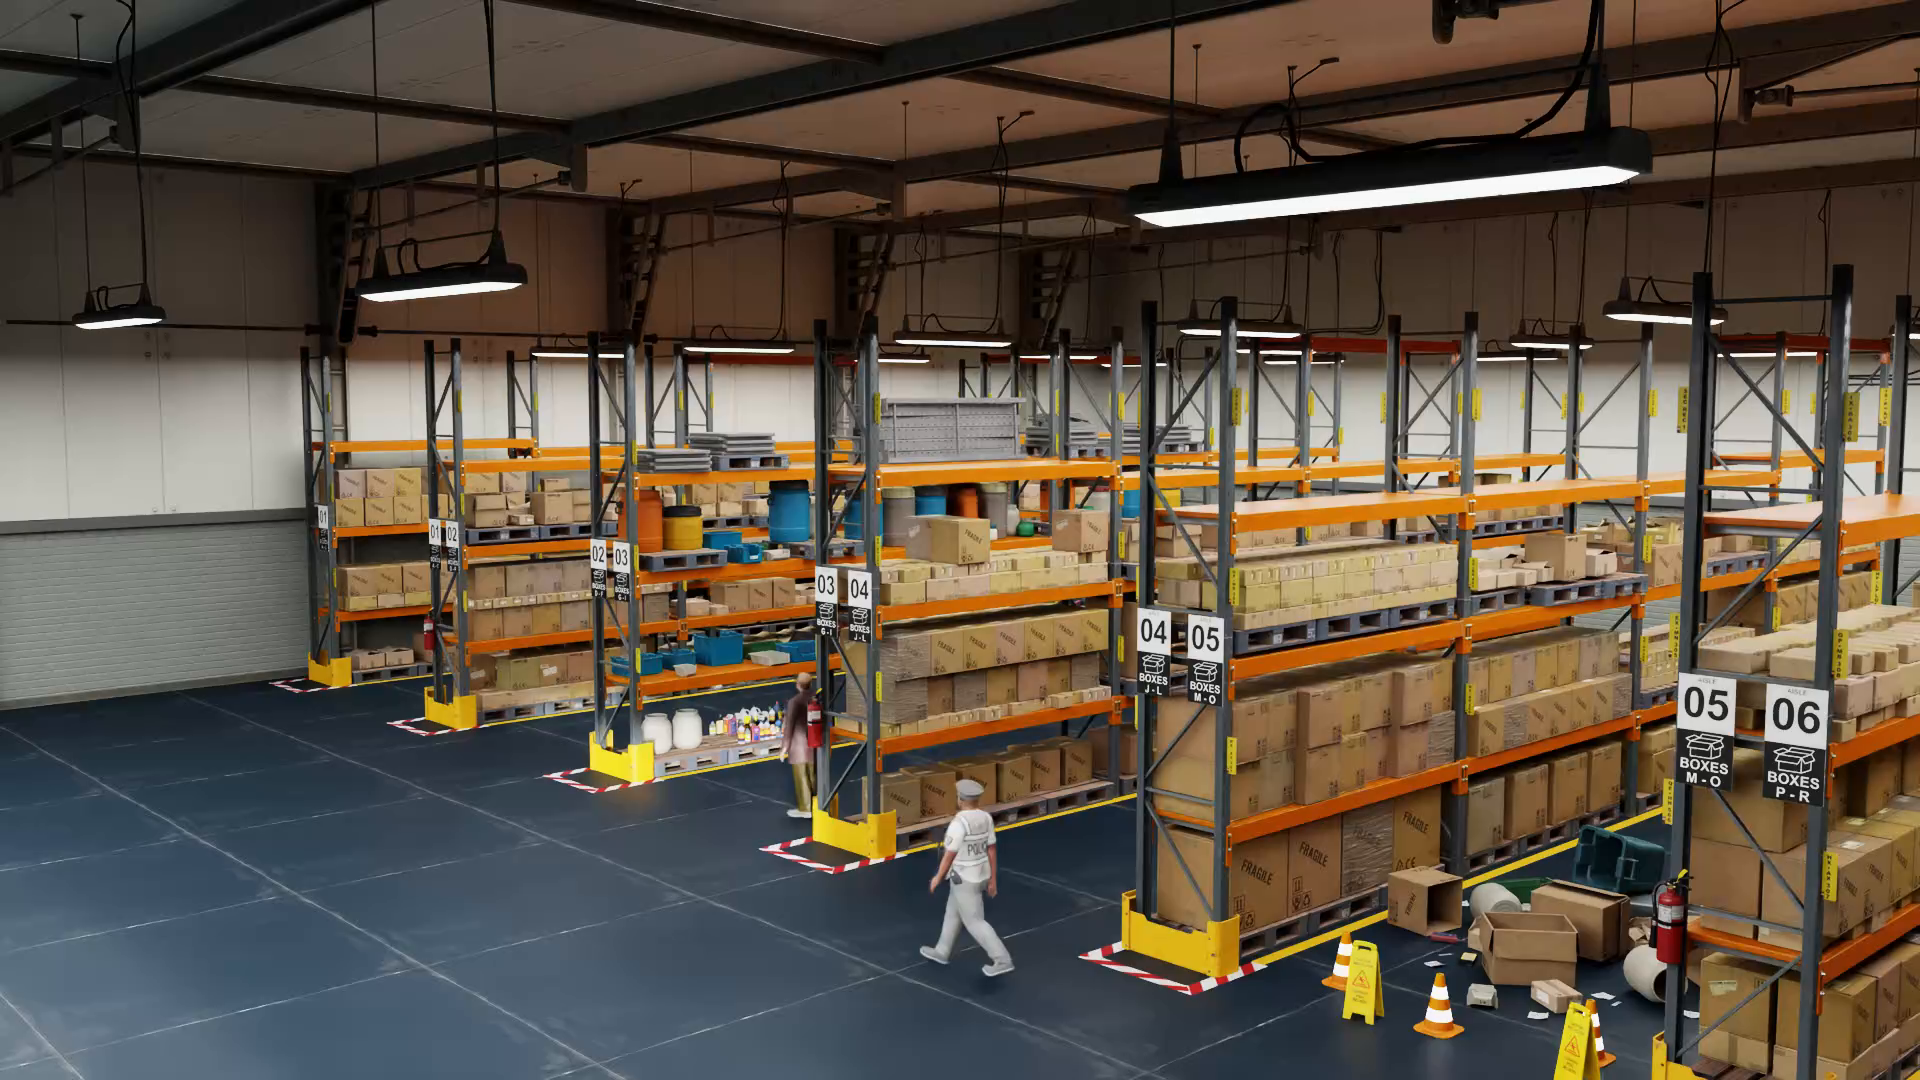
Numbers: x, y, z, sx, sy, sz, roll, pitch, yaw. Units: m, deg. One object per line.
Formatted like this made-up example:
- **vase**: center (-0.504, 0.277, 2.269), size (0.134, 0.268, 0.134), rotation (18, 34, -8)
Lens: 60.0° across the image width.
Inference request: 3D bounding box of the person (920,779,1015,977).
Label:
- **person**: center (0.027, 2.993, 14.786), size (1.012, 1.731, 0.506), rotation (2, 5, 24)

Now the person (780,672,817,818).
- **person**: center (-1.899, 2.497, 20.254), size (0.690, 1.793, 0.371), rotation (-5, 7, -44)

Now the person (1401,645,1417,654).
- **person**: center (6.436, 2.299, 23.702), size (0.497, 1.607, 0.567), rotation (-4, 6, -39)
